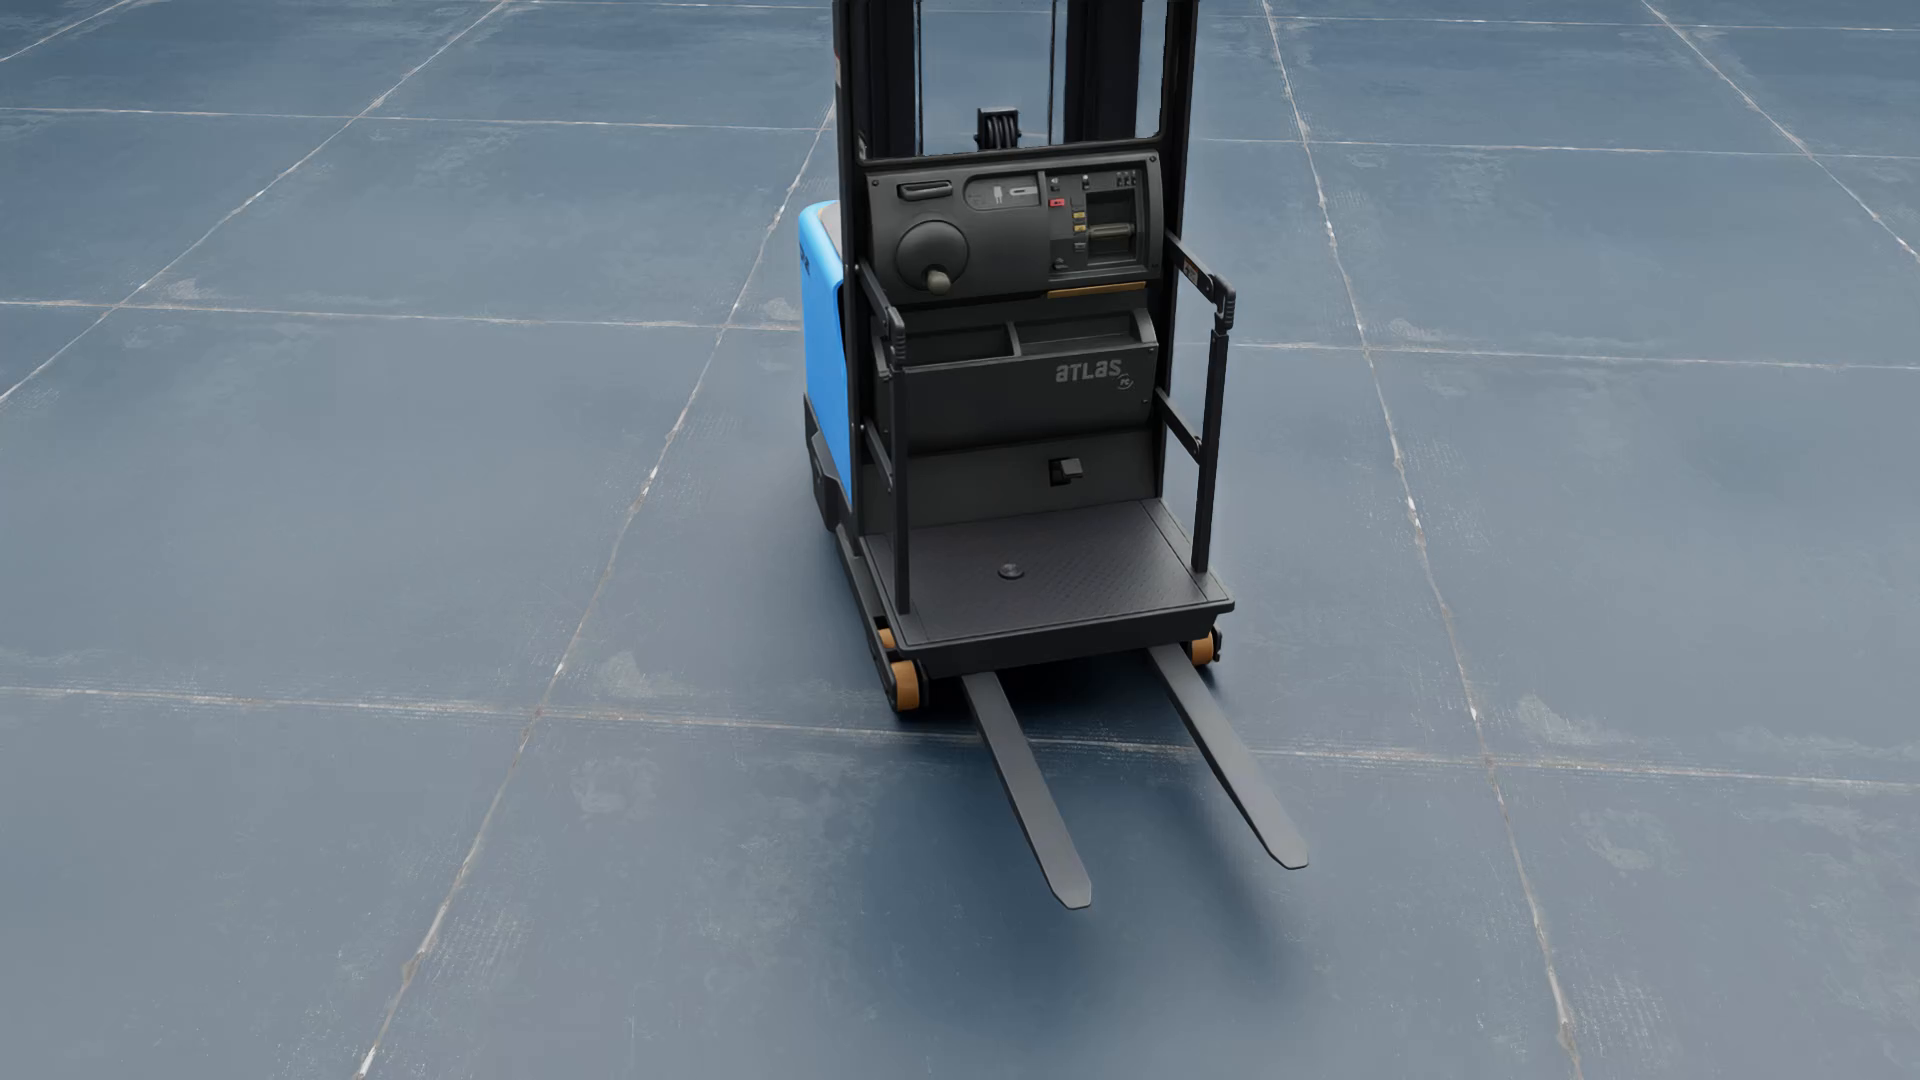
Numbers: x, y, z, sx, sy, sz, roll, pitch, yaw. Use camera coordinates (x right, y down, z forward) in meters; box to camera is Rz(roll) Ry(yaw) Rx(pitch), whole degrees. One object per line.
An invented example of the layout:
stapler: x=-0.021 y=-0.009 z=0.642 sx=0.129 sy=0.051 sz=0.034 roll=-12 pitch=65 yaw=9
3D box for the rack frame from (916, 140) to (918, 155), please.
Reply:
rack frame: x=-0.266 y=-1.040 z=6.794 sx=0.240 sy=1.200 sz=0.006 roll=-8 pitch=32 yaw=-12

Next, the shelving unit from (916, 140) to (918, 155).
shelving unit: x=-0.244 y=-0.994 z=6.719 sx=0.258 sy=1.200 sz=0.189 roll=-8 pitch=32 yaw=-12

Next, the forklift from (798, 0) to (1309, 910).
forklift: x=0.233 y=-0.920 z=4.949 sx=1.130 sy=2.935 sz=3.031 roll=-8 pitch=32 yaw=-12
